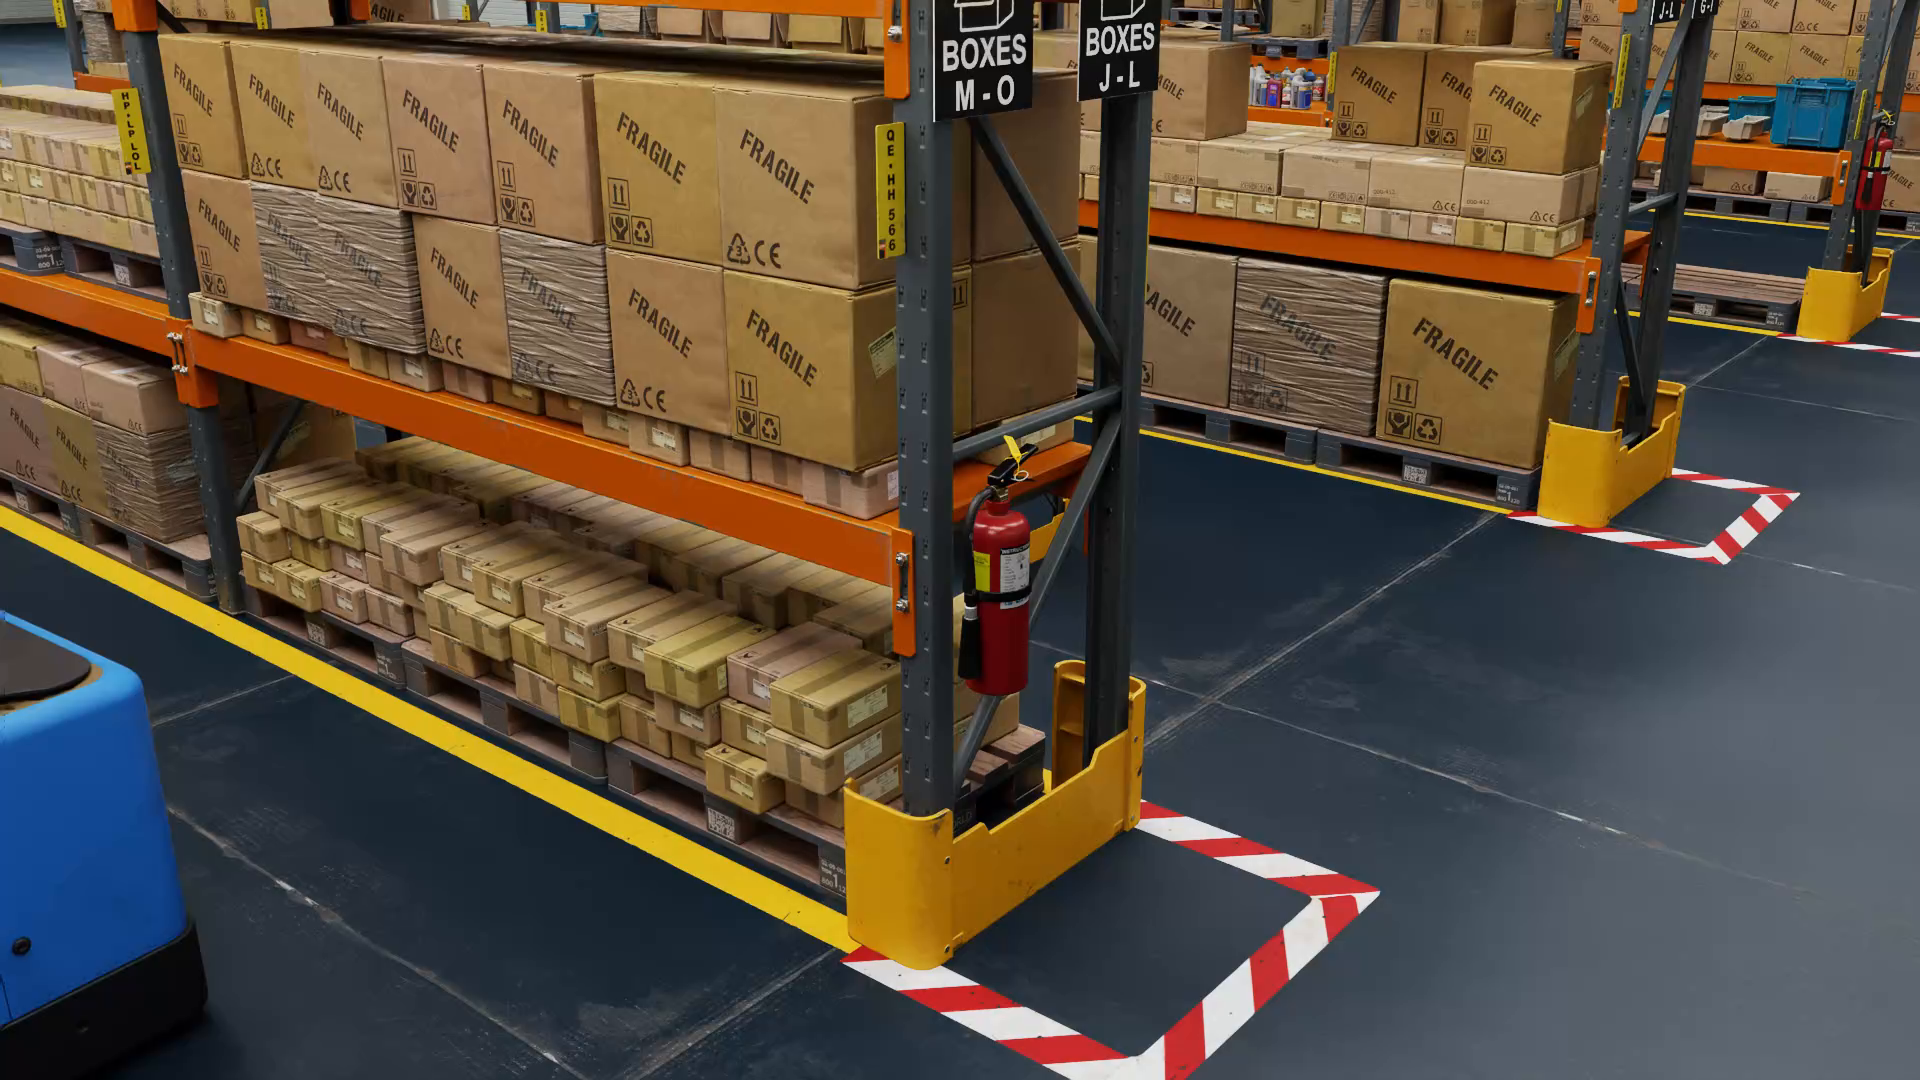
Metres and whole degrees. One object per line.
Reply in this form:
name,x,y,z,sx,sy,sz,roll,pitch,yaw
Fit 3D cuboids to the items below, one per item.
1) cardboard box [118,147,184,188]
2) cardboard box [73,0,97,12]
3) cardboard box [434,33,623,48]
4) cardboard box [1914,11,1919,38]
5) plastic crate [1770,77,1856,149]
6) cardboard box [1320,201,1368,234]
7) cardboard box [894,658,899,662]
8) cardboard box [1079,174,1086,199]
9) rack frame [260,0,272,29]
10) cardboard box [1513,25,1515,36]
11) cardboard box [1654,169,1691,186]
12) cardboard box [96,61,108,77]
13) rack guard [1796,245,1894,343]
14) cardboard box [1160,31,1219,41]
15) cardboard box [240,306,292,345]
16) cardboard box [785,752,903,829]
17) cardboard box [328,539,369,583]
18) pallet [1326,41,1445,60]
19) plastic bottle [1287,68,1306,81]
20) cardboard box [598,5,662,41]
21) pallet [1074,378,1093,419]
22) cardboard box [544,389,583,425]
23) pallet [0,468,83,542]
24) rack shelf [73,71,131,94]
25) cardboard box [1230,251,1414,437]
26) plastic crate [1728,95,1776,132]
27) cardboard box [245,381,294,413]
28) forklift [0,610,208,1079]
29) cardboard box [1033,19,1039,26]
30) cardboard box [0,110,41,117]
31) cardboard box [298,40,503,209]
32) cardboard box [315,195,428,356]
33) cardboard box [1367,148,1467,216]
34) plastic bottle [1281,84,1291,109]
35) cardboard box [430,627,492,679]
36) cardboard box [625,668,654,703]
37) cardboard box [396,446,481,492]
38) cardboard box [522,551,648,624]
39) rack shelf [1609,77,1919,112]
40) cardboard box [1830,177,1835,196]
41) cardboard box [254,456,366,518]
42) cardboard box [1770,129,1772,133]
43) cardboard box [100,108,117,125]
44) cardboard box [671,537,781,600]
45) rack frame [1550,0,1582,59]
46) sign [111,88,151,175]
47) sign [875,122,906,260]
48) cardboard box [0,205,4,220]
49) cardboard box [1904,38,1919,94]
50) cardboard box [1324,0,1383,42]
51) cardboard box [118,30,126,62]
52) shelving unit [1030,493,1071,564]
cardboard box,-3.338,-1.607,7.097,0.250,0.149,0.380,18,27,39
cardboard box,-8.732,-5.681,17.001,0.500,0.500,0.500,16,26,36
cardboard box,-1.577,-1.605,6.192,0.500,0.500,0.500,17,26,38
cardboard box,9.157,-4.901,15.354,0.500,0.500,0.500,16,26,36
plastic crate,6.164,-3.077,11.941,0.499,0.435,0.616,16,26,36
cardboard box,2.133,-1.754,8.924,0.250,0.149,0.380,15,26,35
cardboard box,-0.225,0.413,5.845,0.250,0.149,0.380,16,26,36
cardboard box,0.738,-2.155,9.989,0.250,0.149,0.380,17,27,38
rack frame,-5.887,-4.332,15.404,0.127,3.000,1.000,16,26,36
cardboard box,7.731,-6.977,22.747,0.250,0.149,0.380,17,26,37
cardboard box,7.442,-3.791,17.363,0.250,0.166,0.380,16,26,36
cardboard box,-8.734,-4.917,17.312,0.250,0.149,0.380,16,26,36
rack guard,6.568,-1.837,12.331,0.348,0.500,1.175,16,26,36
cardboard box,1.221,-2.825,10.135,0.500,0.500,0.500,16,26,37
cardboard box,-2.644,-0.906,6.676,0.250,0.149,0.380,17,27,38
cardboard box,-0.345,0.756,5.358,0.250,0.149,0.380,17,26,37
cardboard box,-2.361,0.029,6.863,0.250,0.149,0.380,16,26,36
pallet,4.988,-5.624,19.103,1.213,0.211,1.003,16,26,36
plastic bottle,3.041,-4.132,15.050,0.135,0.276,0.152,16,26,36
cardboard box,-2.232,-3.788,12.399,0.637,0.503,0.797,17,27,38
pallet,0.850,-1.051,10.657,1.213,0.211,1.003,16,26,36
cardboard box,-1.178,-0.511,5.627,0.250,0.149,0.380,15,25,34
pallet,-4.457,-0.354,8.809,1.213,0.211,1.003,16,26,36
rack shelf,-7.437,-4.441,16.715,4.000,0.370,1.077,16,26,36
cardboard box,2.158,-1.181,9.465,0.875,0.875,0.875,16,26,36
plastic crate,6.048,-3.250,12.688,0.300,0.233,0.416,16,26,36
cardboard box,-3.309,-0.829,7.999,0.500,0.250,0.500,15,25,34
forklift,-3.572,-0.195,4.532,3.031,2.935,1.130,14,25,33
cardboard box,0.788,-6.871,22.350,0.500,0.250,0.500,18,27,40
cardboard box,-4.748,-2.015,8.177,0.250,0.149,0.380,17,27,38
cardboard box,-1.926,-1.468,5.829,0.500,0.500,0.500,17,26,37
cardboard box,-1.924,-0.990,5.978,0.500,0.500,0.500,15,26,35
cardboard box,2.474,-1.873,8.674,0.500,0.250,0.500,16,26,35
plastic bottle,2.825,-3.826,14.344,0.097,0.201,0.097,0,21,0
cardboard box,-1.794,0.371,6.378,0.250,0.149,0.380,15,25,35
cardboard box,-0.941,0.434,5.791,0.250,0.149,0.380,16,26,36
cardboard box,-2.241,-0.300,7.315,0.250,0.149,0.380,16,26,37
cardboard box,-1.353,0.185,6.028,0.250,0.149,0.380,15,25,35
rack shelf,8.127,-4.471,16.794,4.000,0.370,1.077,16,26,36
cardboard box,9.047,-3.592,16.714,0.500,0.250,0.500,16,26,36
cardboard box,-2.768,-0.221,7.106,0.250,0.149,0.380,17,27,38
cardboard box,10.608,-5.328,20.994,0.500,0.500,0.700,16,26,36
cardboard box,-4.132,-2.132,8.489,0.250,0.149,0.380,17,27,38
cardboard box,-0.853,0.111,6.225,0.250,0.149,0.380,17,27,38
rack frame,6.577,-5.254,17.850,0.127,3.000,1.000,16,26,36
sign,-3.252,-1.603,6.527,0.005,0.325,0.100,16,26,36
sign,-0.171,-0.864,4.119,0.005,0.325,0.100,16,26,36
cardboard box,-4.555,-1.676,8.123,0.250,0.149,0.380,15,25,35
cardboard box,9.157,-4.434,15.534,0.500,0.500,0.500,17,27,38
cardboard box,4.625,-6.024,19.155,0.700,0.500,0.500,-16,26,-37
cardboard box,-8.114,-5.201,17.147,0.500,0.500,0.875,16,26,36
shelving unit,-0.059,-0.719,7.949,1.083,1.500,0.587,16,26,36
